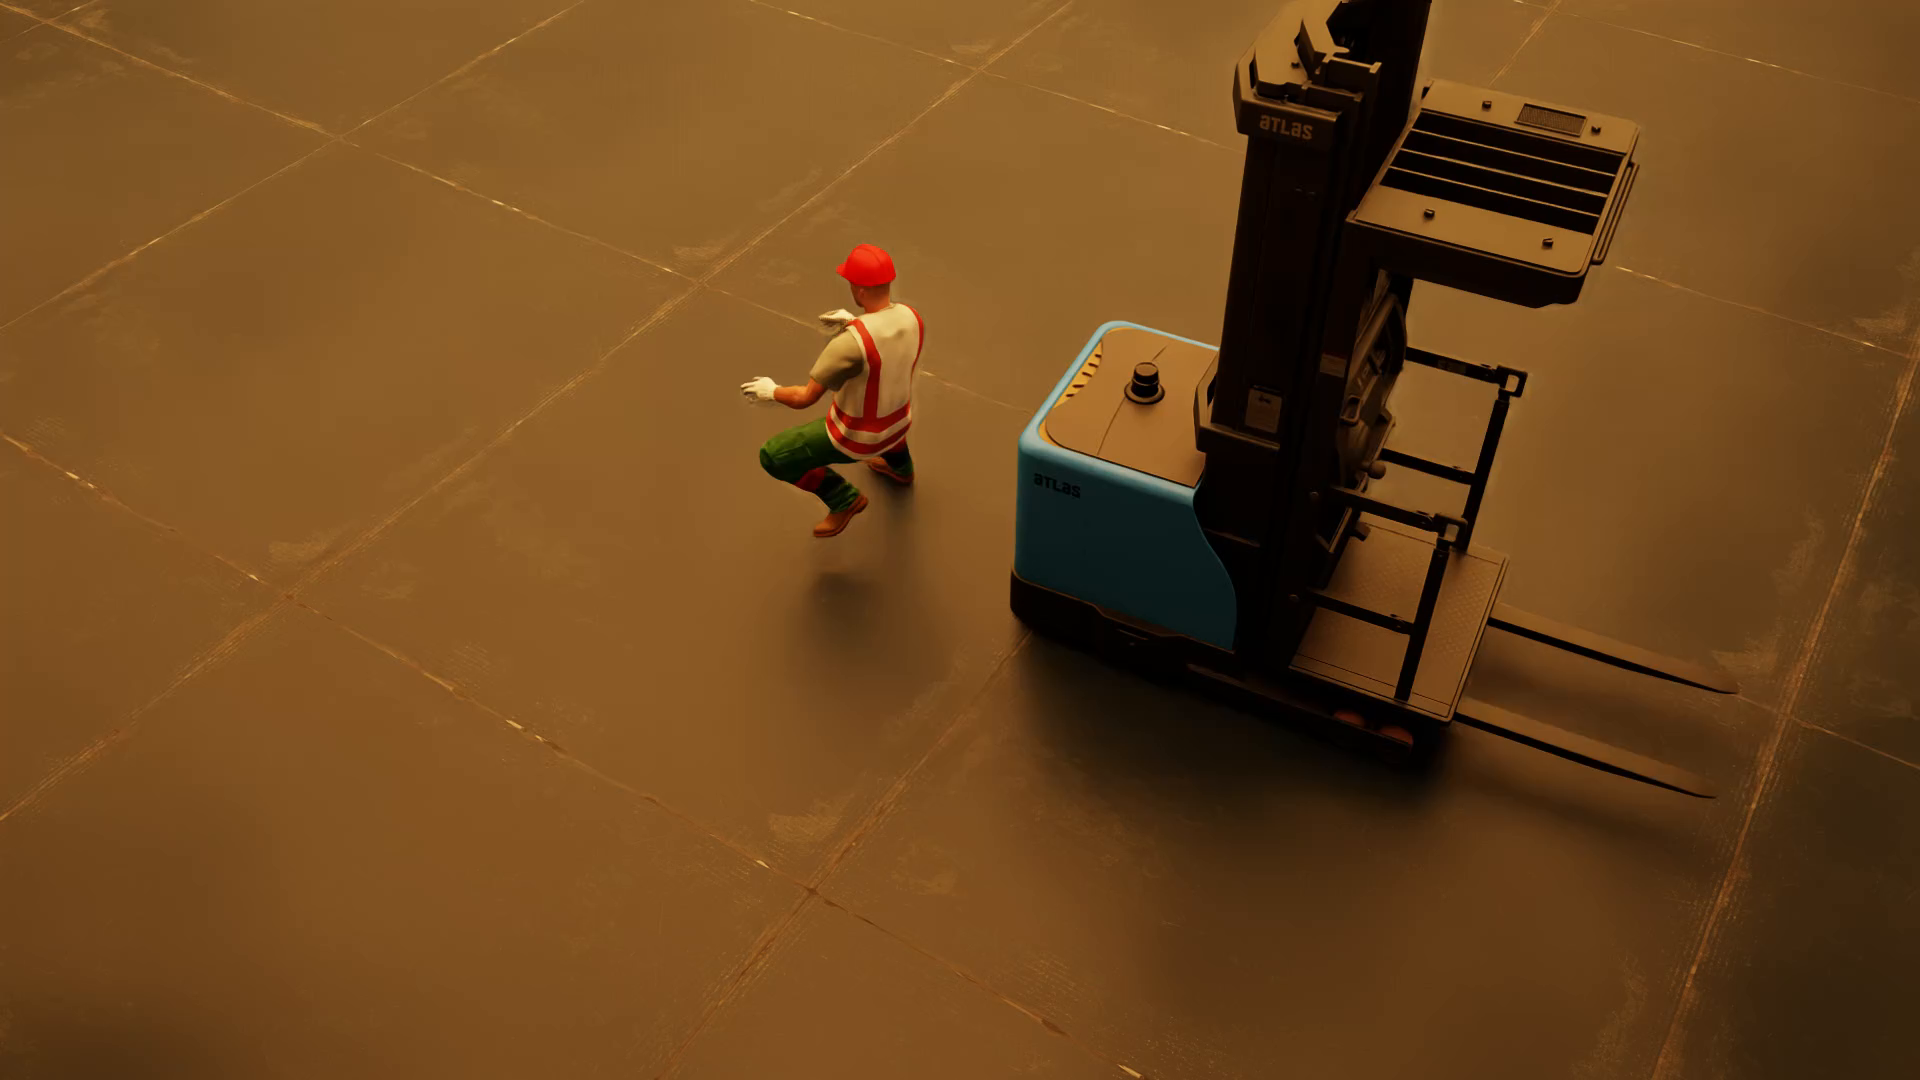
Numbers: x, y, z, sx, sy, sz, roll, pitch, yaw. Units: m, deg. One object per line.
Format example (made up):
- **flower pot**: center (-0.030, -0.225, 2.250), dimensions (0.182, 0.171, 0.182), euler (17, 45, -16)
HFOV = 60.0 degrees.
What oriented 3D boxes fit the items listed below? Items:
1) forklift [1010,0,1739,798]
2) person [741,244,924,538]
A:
- **forklift**: center (1.781, -0.547, 6.426), dimensions (3.031, 2.935, 1.130), euler (19, 47, 19)
- **person**: center (-0.522, -0.670, 7.486), dimensions (0.763, 1.580, 0.890), euler (32, 52, 29)
